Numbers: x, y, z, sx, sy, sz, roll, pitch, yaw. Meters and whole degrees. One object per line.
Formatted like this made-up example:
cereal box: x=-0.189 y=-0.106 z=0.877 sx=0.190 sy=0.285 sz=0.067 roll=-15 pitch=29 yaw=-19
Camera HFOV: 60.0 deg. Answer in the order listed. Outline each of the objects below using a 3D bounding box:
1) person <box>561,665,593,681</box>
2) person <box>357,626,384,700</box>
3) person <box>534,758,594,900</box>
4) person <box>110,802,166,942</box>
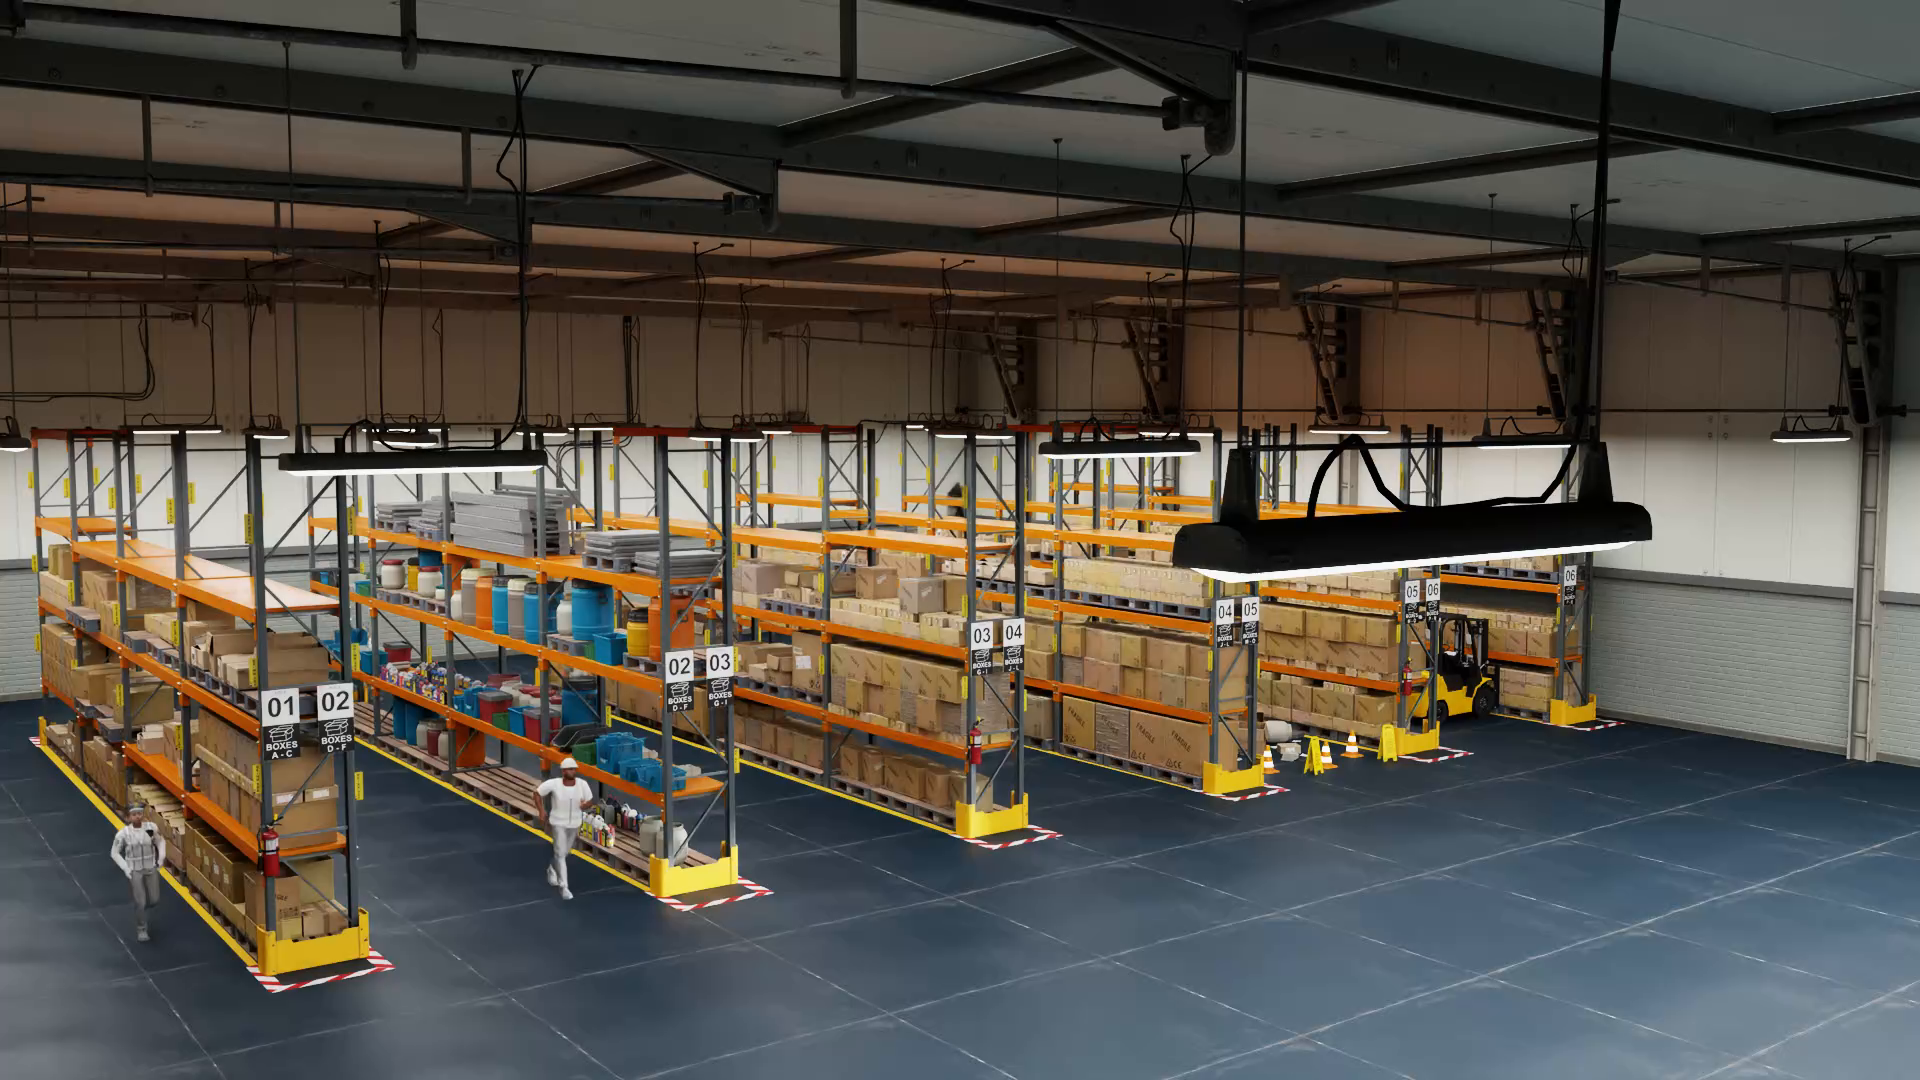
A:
person: x=-7.520 y=2.923 z=32.652 sx=0.678 sy=1.756 sz=0.814 roll=-3 pitch=6 yaw=-37
person: x=-12.840 y=2.690 z=36.143 sx=0.545 sy=1.659 sz=0.673 roll=-1 pitch=5 yaw=-17
person: x=-5.107 y=3.707 z=21.668 sx=0.713 sy=1.735 sz=1.050 roll=-3 pitch=6 yaw=-36
person: x=-9.839 y=3.943 z=19.945 sx=0.621 sy=1.670 sz=0.515 roll=-4 pitch=6 yaw=-39
